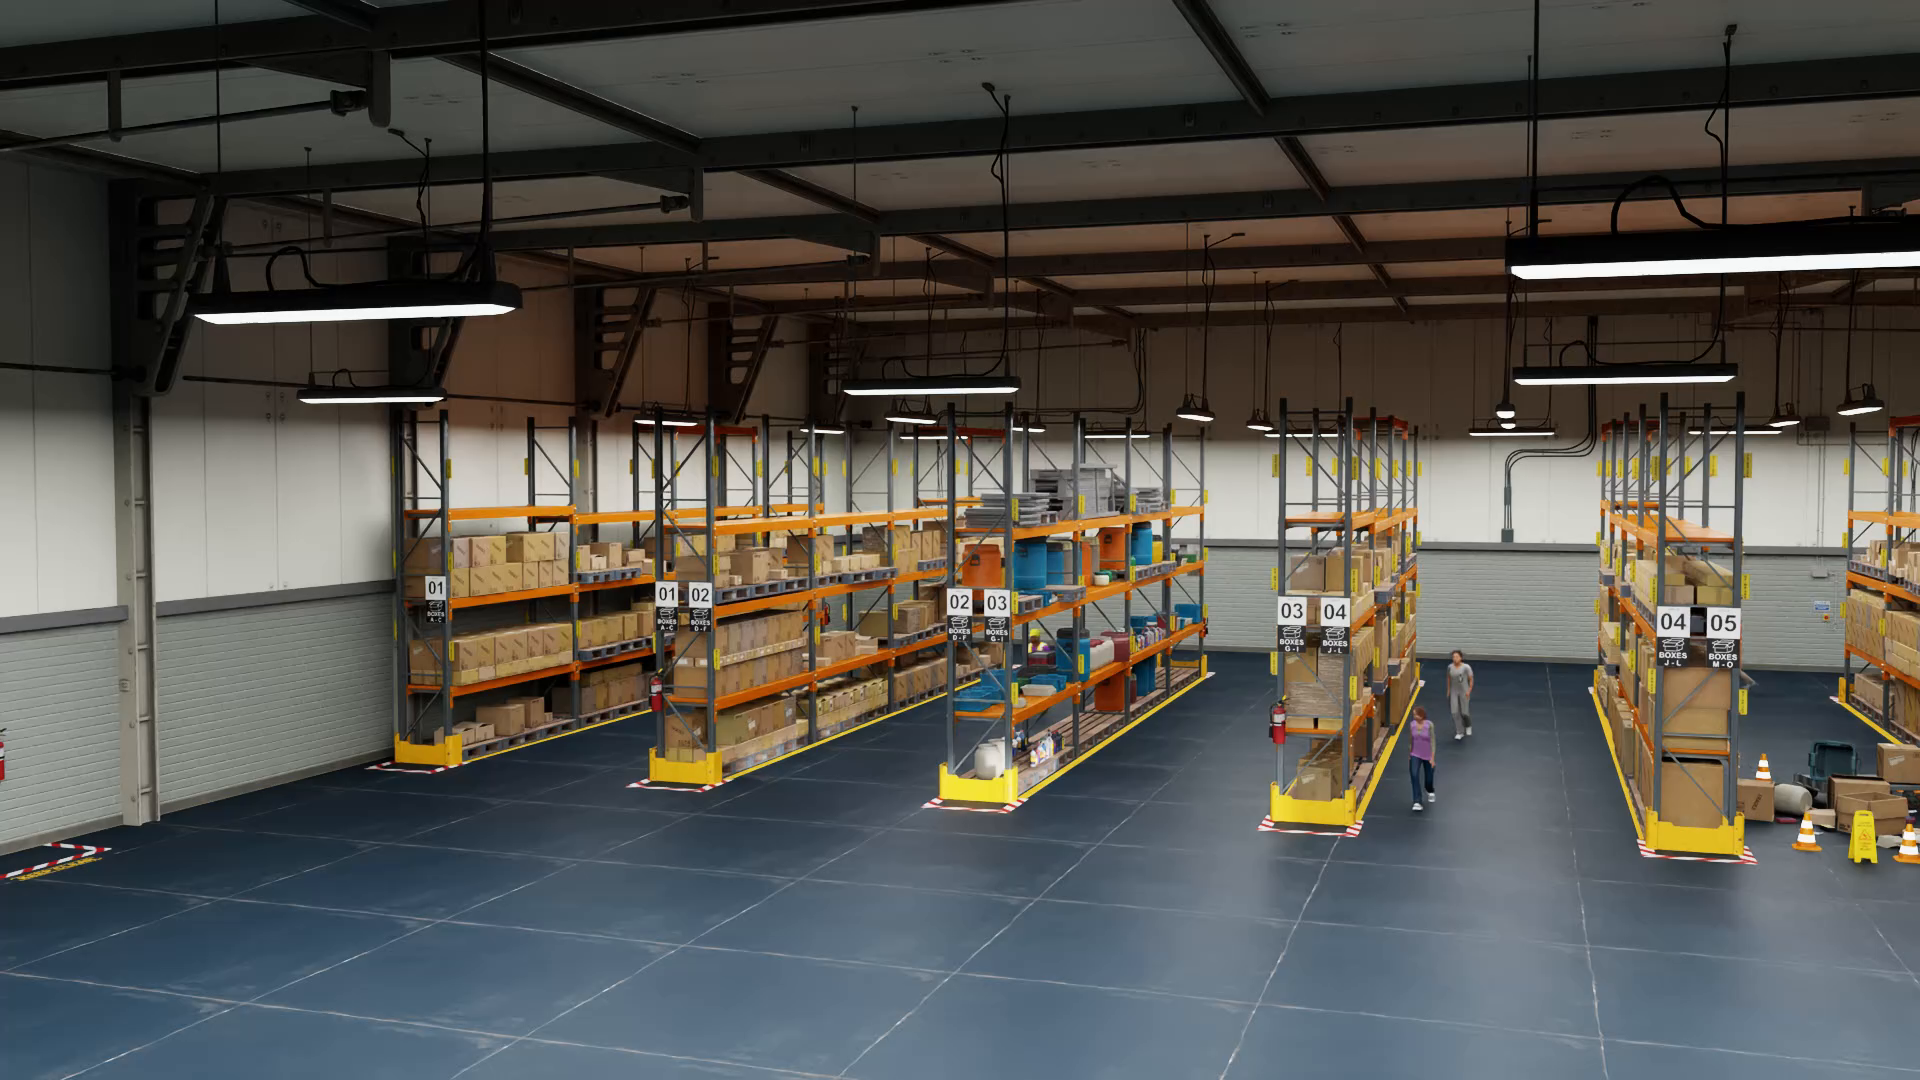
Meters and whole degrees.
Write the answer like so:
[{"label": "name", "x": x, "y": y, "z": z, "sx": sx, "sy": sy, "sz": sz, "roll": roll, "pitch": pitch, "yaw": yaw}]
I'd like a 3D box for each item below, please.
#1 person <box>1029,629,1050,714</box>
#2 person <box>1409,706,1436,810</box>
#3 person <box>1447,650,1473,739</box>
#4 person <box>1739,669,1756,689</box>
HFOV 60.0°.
[{"label": "person", "x": 1.515, "y": 2.670, "z": 33.555, "sx": 0.590, "sy": 1.728, "sz": 0.904, "roll": 2, "pitch": 3, "yaw": 32}, {"label": "person", "x": 6.826, "y": 3.190, "z": 24.566, "sx": 0.411, "sy": 1.500, "sz": 0.911, "roll": 1, "pitch": 3, "yaw": 26}, {"label": "person", "x": 9.344, "y": 2.869, "z": 30.979, "sx": 0.503, "sy": 1.625, "sz": 0.600, "roll": 2, "pitch": 3, "yaw": 34}, {"label": "person", "x": 17.261, "y": 2.557, "z": 37.166, "sx": 1.019, "sy": 1.682, "sz": 0.528, "roll": 1, "pitch": 3, "yaw": 20}]
